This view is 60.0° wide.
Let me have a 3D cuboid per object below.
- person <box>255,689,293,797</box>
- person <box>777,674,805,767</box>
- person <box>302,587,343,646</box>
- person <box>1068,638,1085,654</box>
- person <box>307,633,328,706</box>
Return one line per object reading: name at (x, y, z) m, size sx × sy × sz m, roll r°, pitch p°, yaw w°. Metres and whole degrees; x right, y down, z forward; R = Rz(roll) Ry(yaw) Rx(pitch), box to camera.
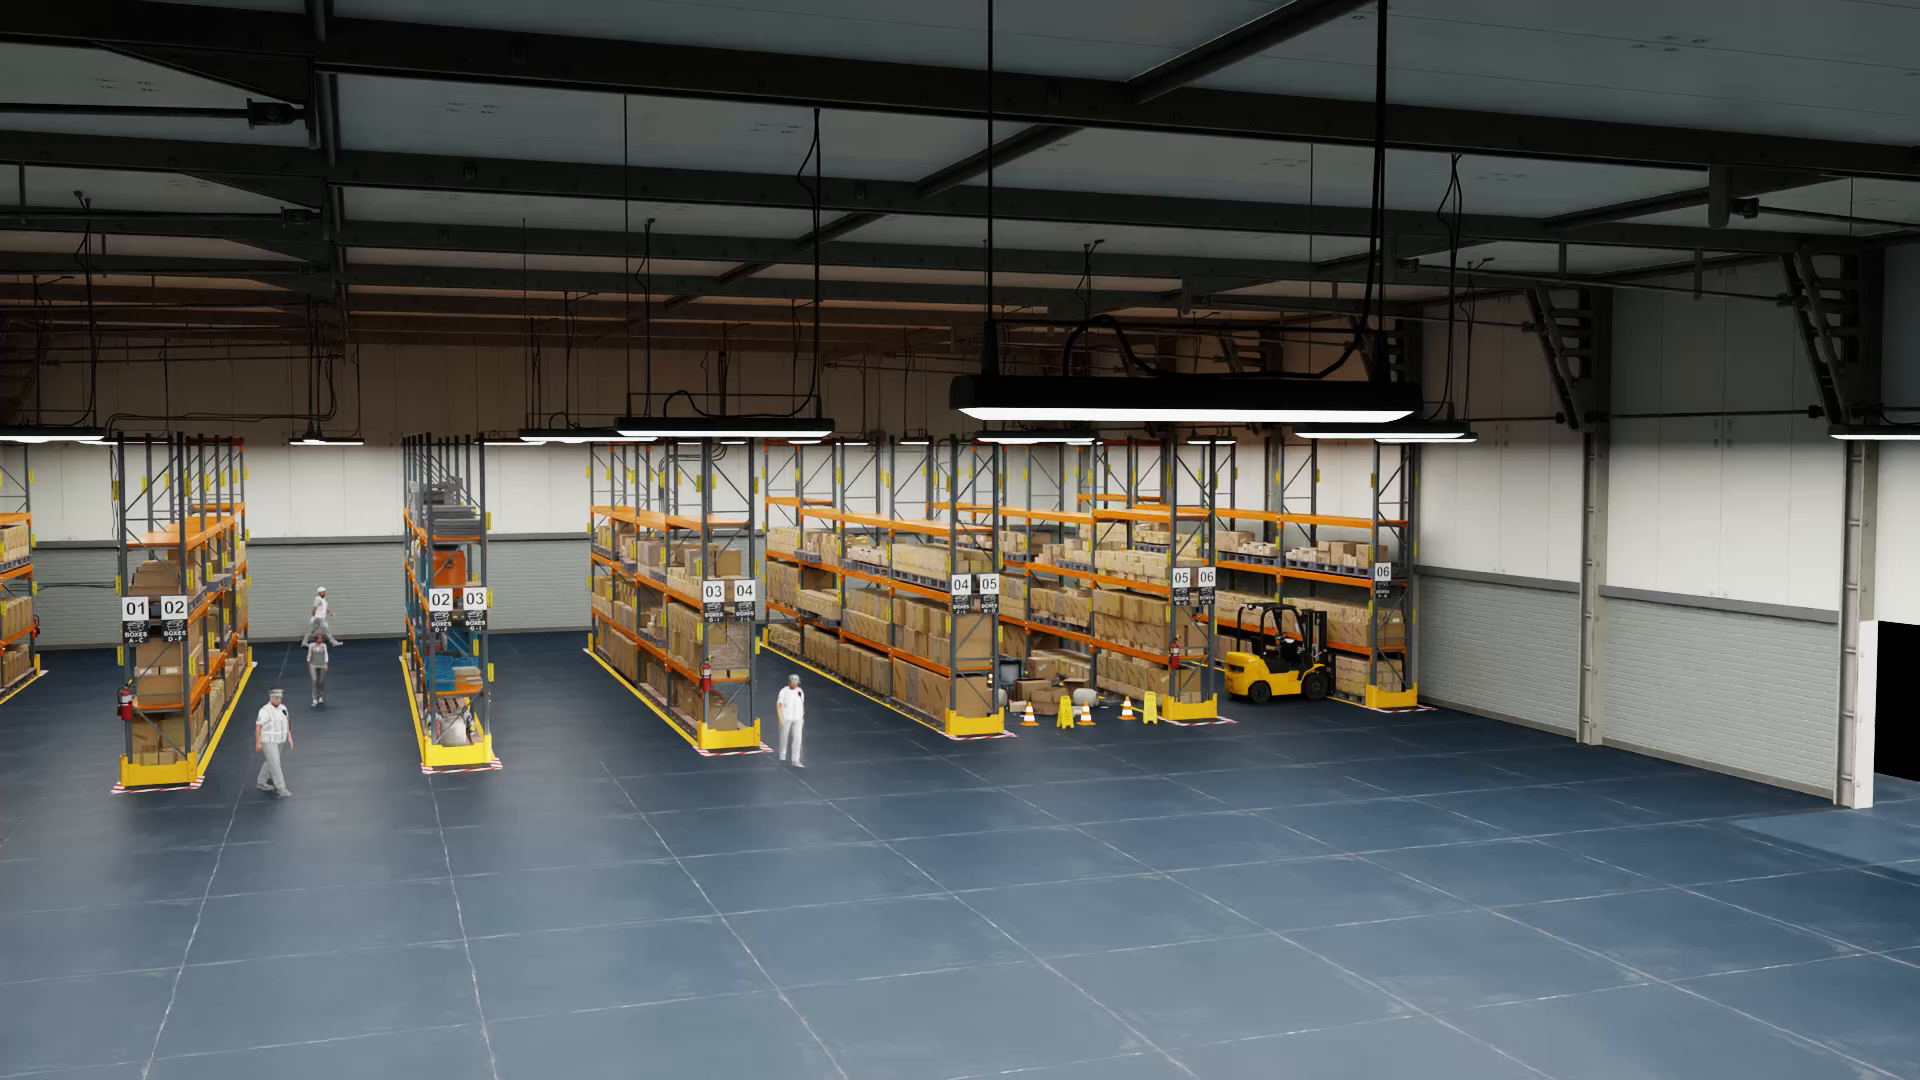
person at (-11.308, 3.317, 27.481) m, size 0.946 × 1.709 × 0.569 m, roll 1°, pitch 3°, yaw 18°
person at (-3.030, 3.242, 30.067) m, size 0.559 × 1.626 × 0.861 m, roll -1°, pitch 3°, yaw -25°
person at (-18.297, 2.200, 47.691) m, size 1.120 × 1.712 × 0.559 m, roll -1°, pitch 3°, yaw -16°
person at (3.235, 2.421, 45.404) m, size 0.552 × 1.704 × 0.599 m, roll -2°, pitch 4°, yaw -26°
person at (-14.330, 2.879, 37.154) m, size 0.438 × 1.596 × 0.696 m, roll -2°, pitch 4°, yaw -28°
